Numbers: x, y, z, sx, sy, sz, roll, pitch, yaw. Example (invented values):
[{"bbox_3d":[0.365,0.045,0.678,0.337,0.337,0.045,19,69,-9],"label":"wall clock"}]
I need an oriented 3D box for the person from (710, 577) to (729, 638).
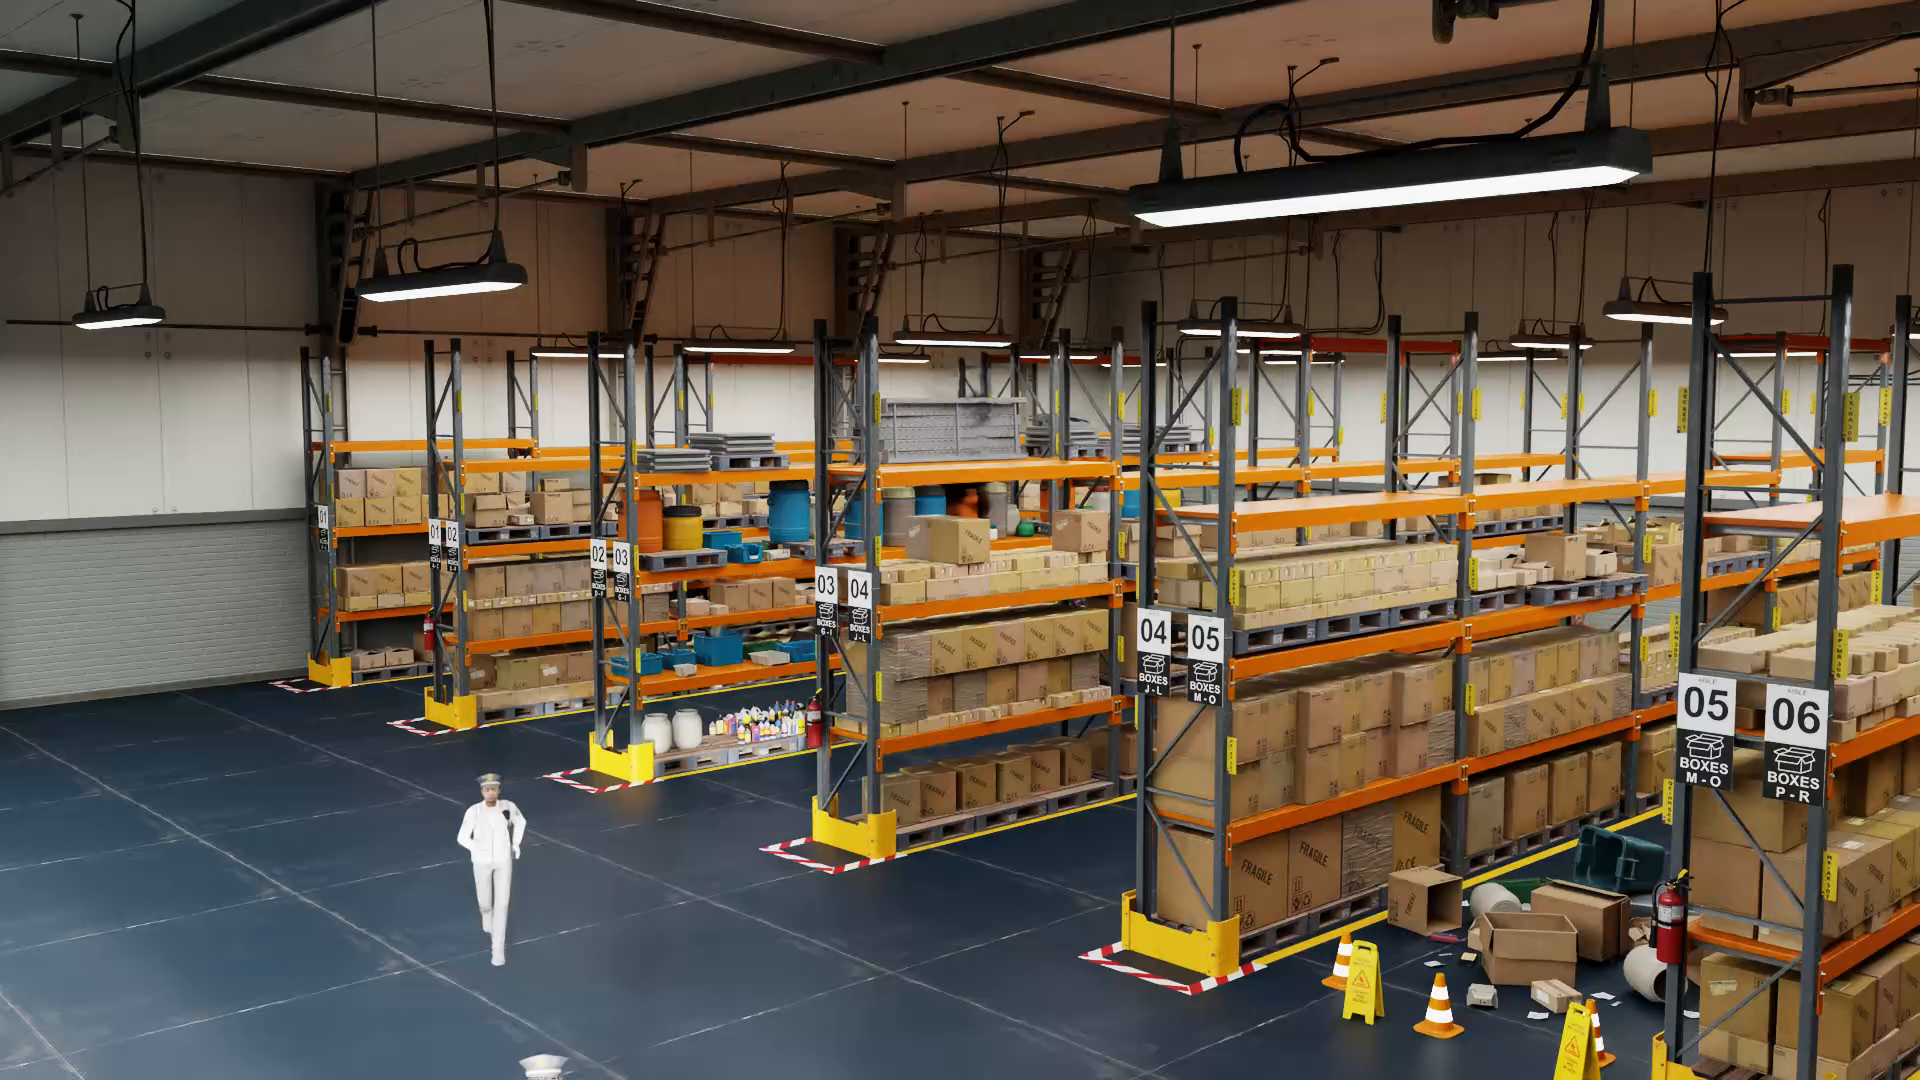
[{"bbox_3d":[-4.593,1.470,32.313,0.647,1.727,0.637,4,6,35],"label":"person"}]

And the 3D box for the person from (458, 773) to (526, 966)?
[{"bbox_3d":[-4.302,2.971,15.333,0.616,1.693,0.901,-2,5,-18],"label":"person"}]

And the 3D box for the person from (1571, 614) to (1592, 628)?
[{"bbox_3d":[10.036,1.978,26.893,0.654,1.690,0.644,4,7,41],"label":"person"}]

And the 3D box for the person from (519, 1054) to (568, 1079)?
[{"bbox_3d":[-2.127,3.539,8.573,0.640,1.836,0.727,0,5,-5],"label":"person"}]
